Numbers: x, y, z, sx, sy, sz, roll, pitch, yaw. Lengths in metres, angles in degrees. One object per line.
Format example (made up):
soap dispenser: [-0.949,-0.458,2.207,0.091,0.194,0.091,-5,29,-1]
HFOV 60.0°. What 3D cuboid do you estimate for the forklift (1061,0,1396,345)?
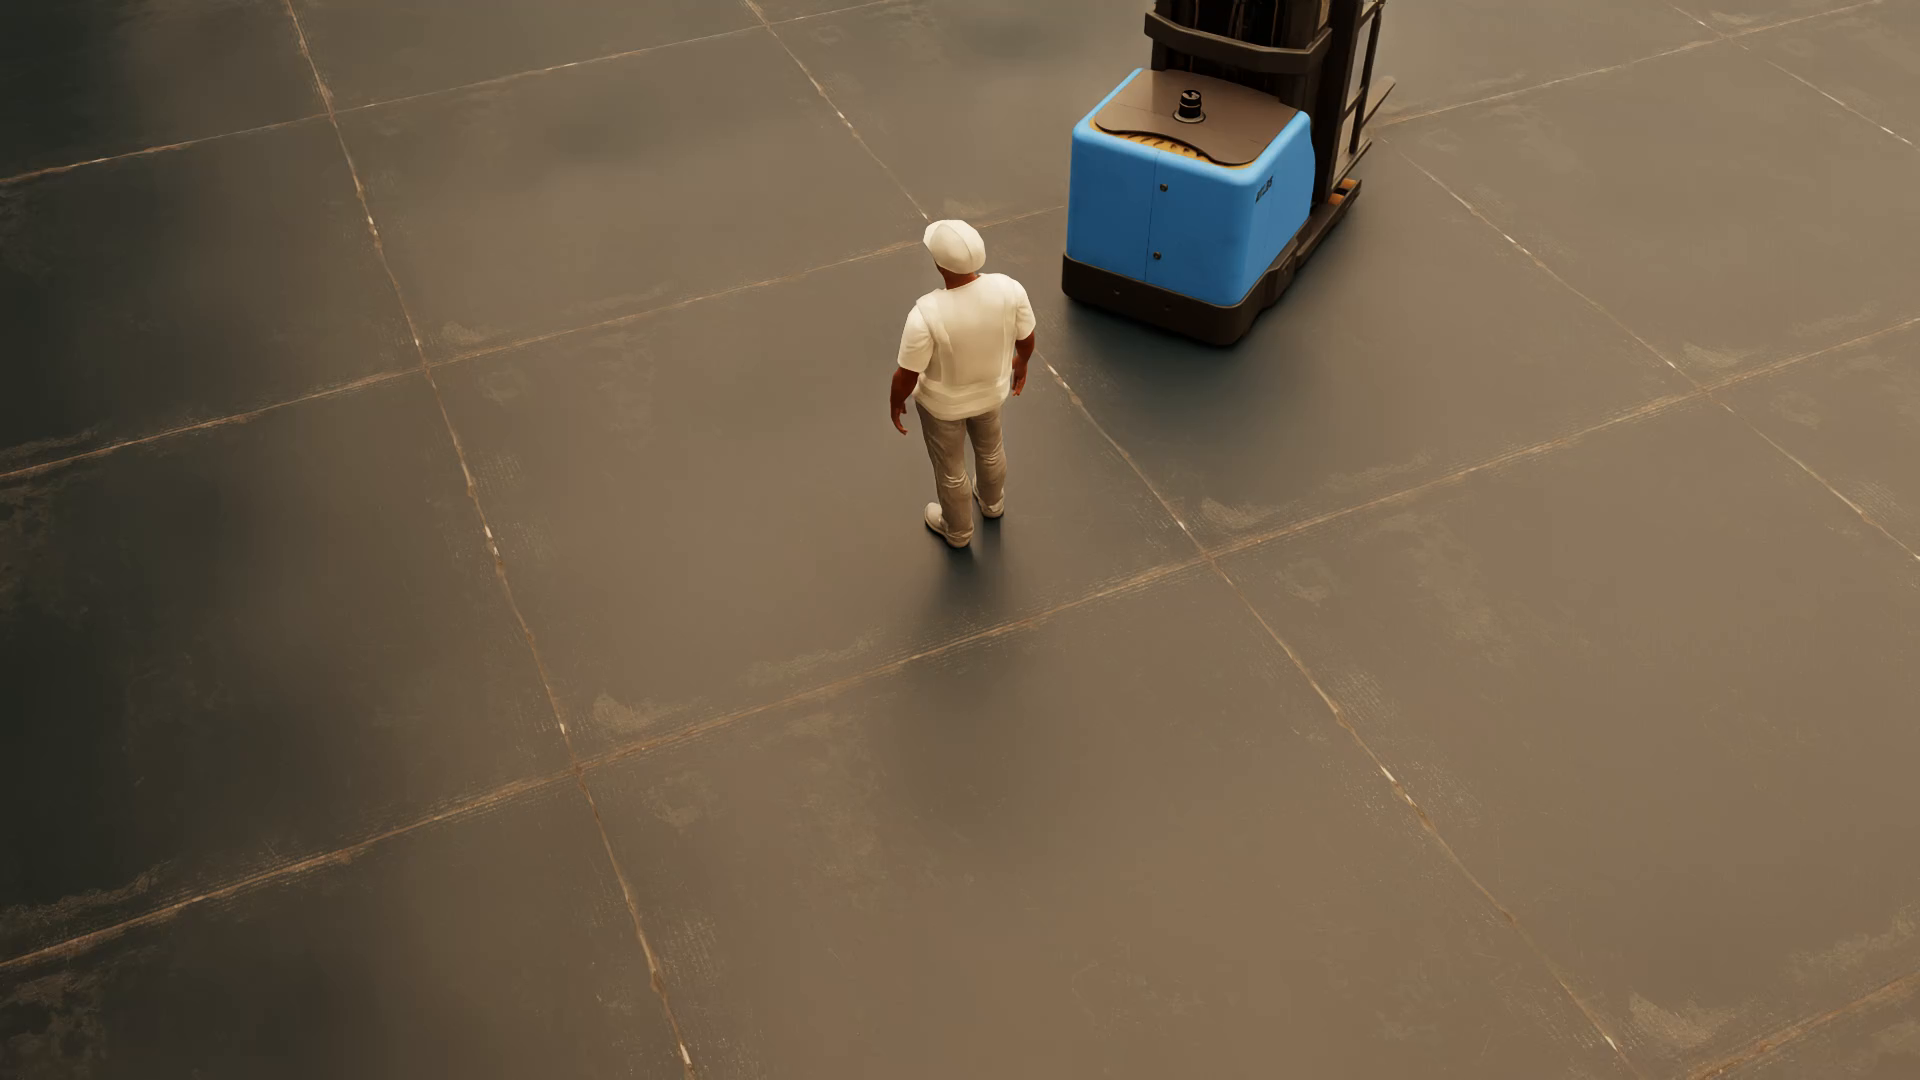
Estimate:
forklift: [1.742,-3.099,9.001,1.130,2.935,3.031,22,47,22]

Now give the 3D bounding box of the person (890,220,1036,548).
person: [-0.025,-0.696,7.269,0.666,1.768,0.575,-18,46,-18]
